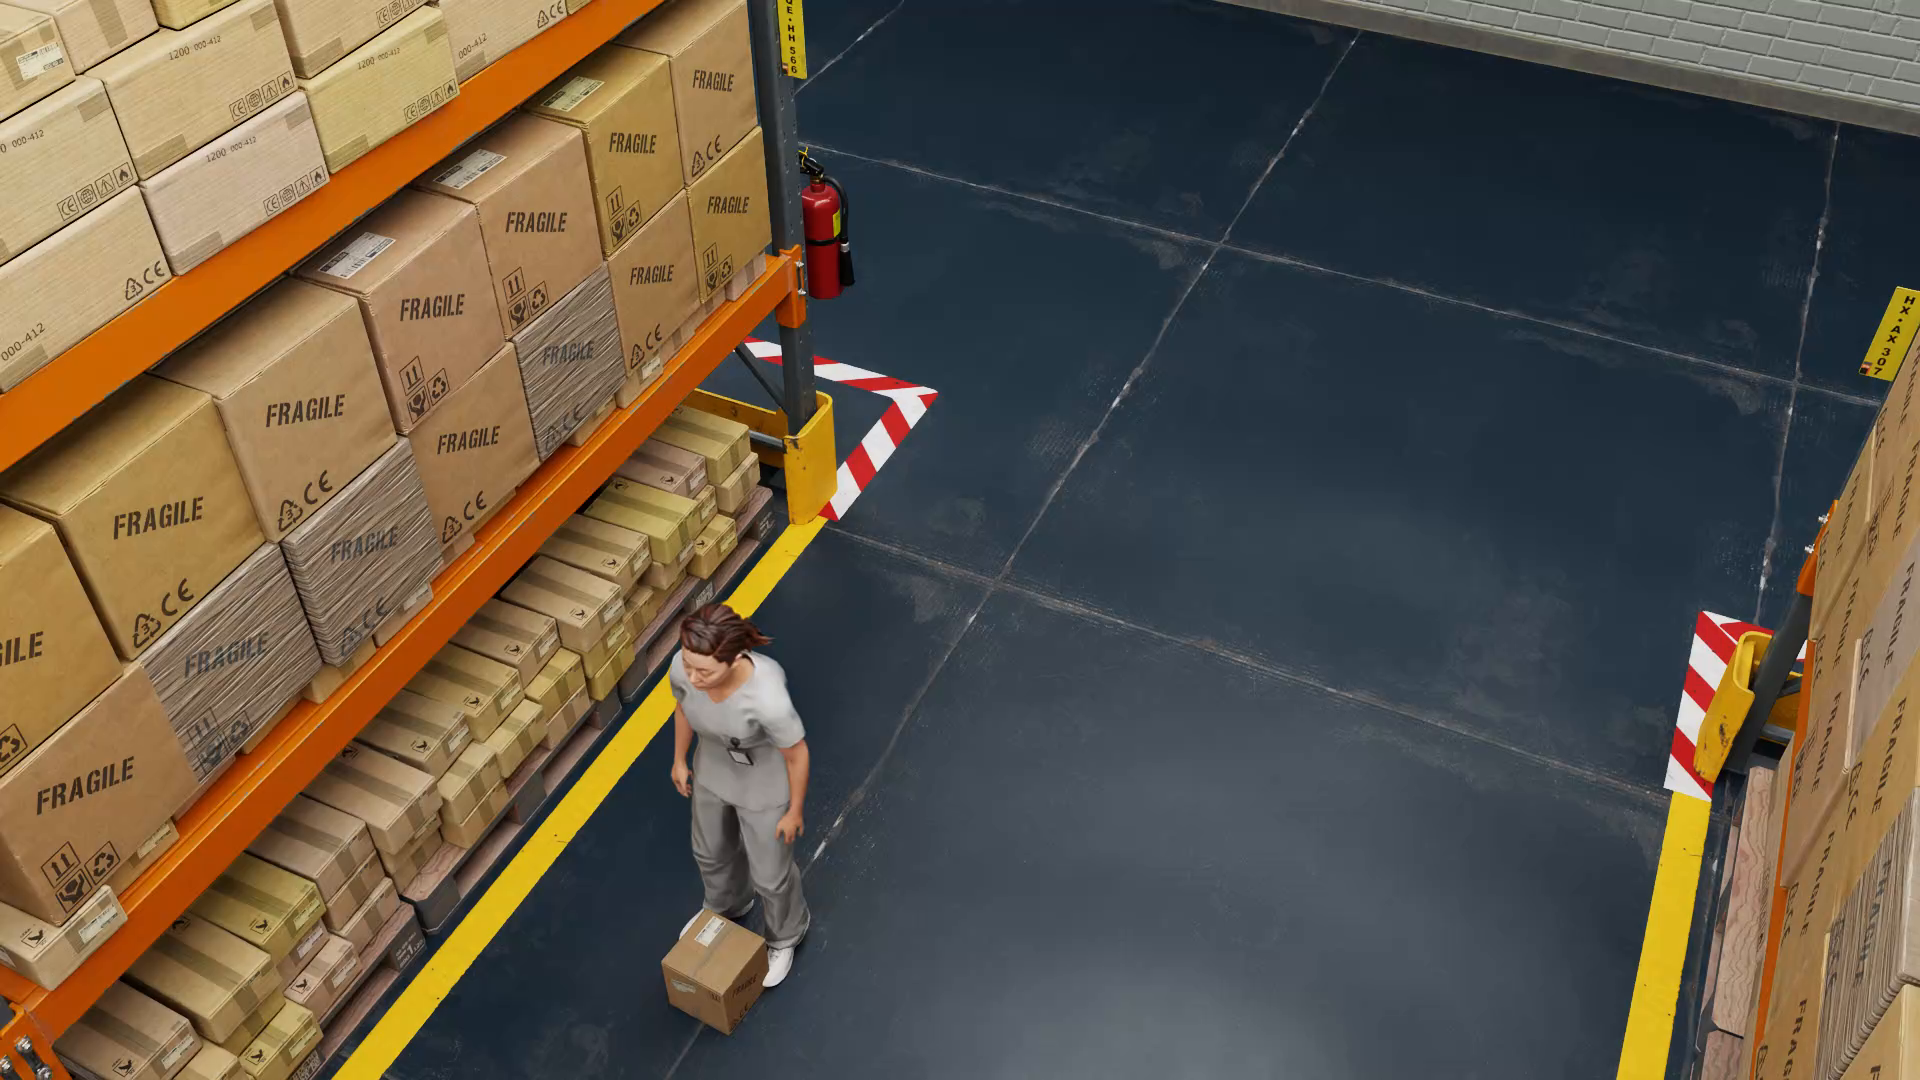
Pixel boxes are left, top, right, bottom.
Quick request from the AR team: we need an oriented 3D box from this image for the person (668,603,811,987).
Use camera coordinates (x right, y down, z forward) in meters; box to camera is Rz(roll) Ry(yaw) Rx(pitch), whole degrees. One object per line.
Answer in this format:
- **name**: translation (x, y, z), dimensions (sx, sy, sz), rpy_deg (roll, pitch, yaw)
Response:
- **person**: translation (-0.697, 0.784, 5.295), dimensions (0.501, 1.672, 0.350), rpy_deg (21, 46, 22)
